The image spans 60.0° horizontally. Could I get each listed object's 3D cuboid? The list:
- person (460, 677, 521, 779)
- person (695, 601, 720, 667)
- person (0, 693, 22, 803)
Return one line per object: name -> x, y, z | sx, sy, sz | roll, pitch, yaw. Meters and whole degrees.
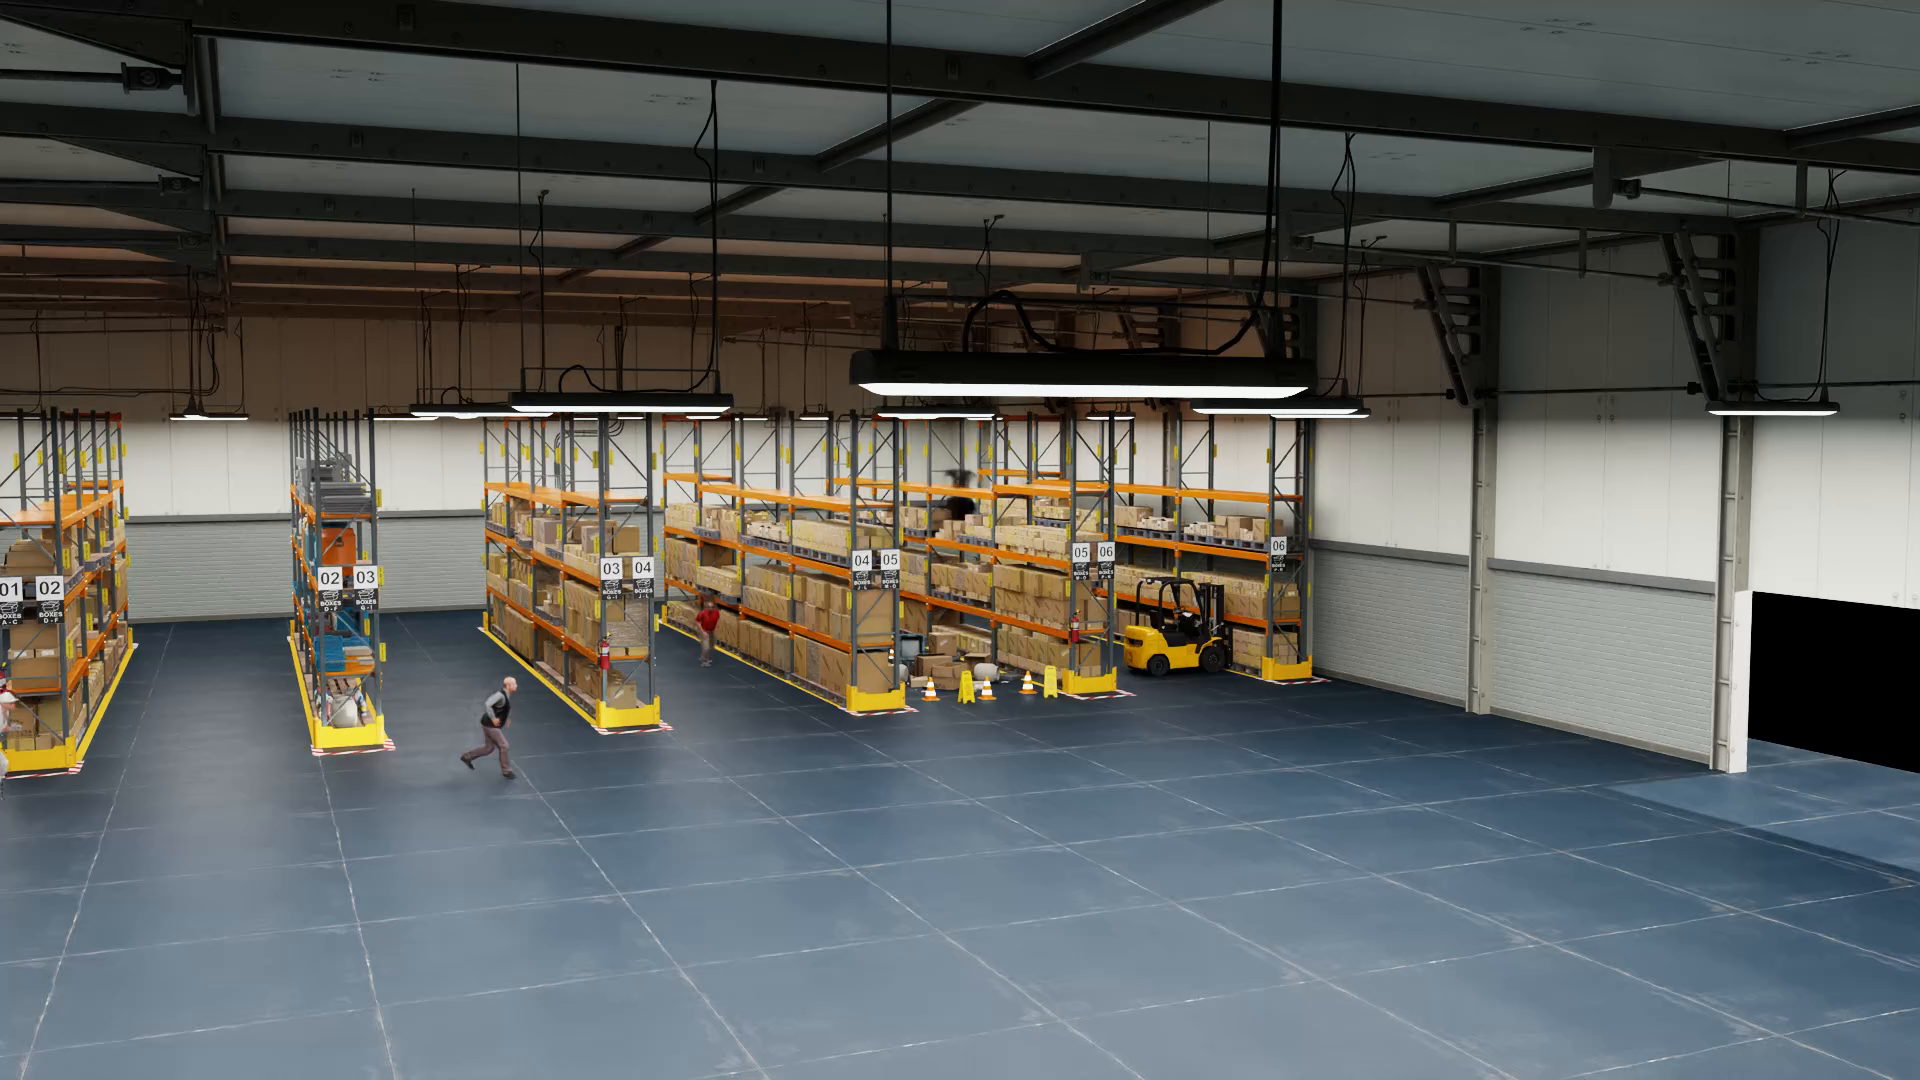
person -> -7.596, 3.042, 26.776 | 0.984, 1.682, 0.682 | 0, 4, 6
person -> -5.964, 2.193, 39.157 | 0.866, 1.579, 0.711 | 4, 6, 45
person -> -14.705, 3.156, 25.066 | 0.998, 1.698, 0.705 | -1, 4, -9
